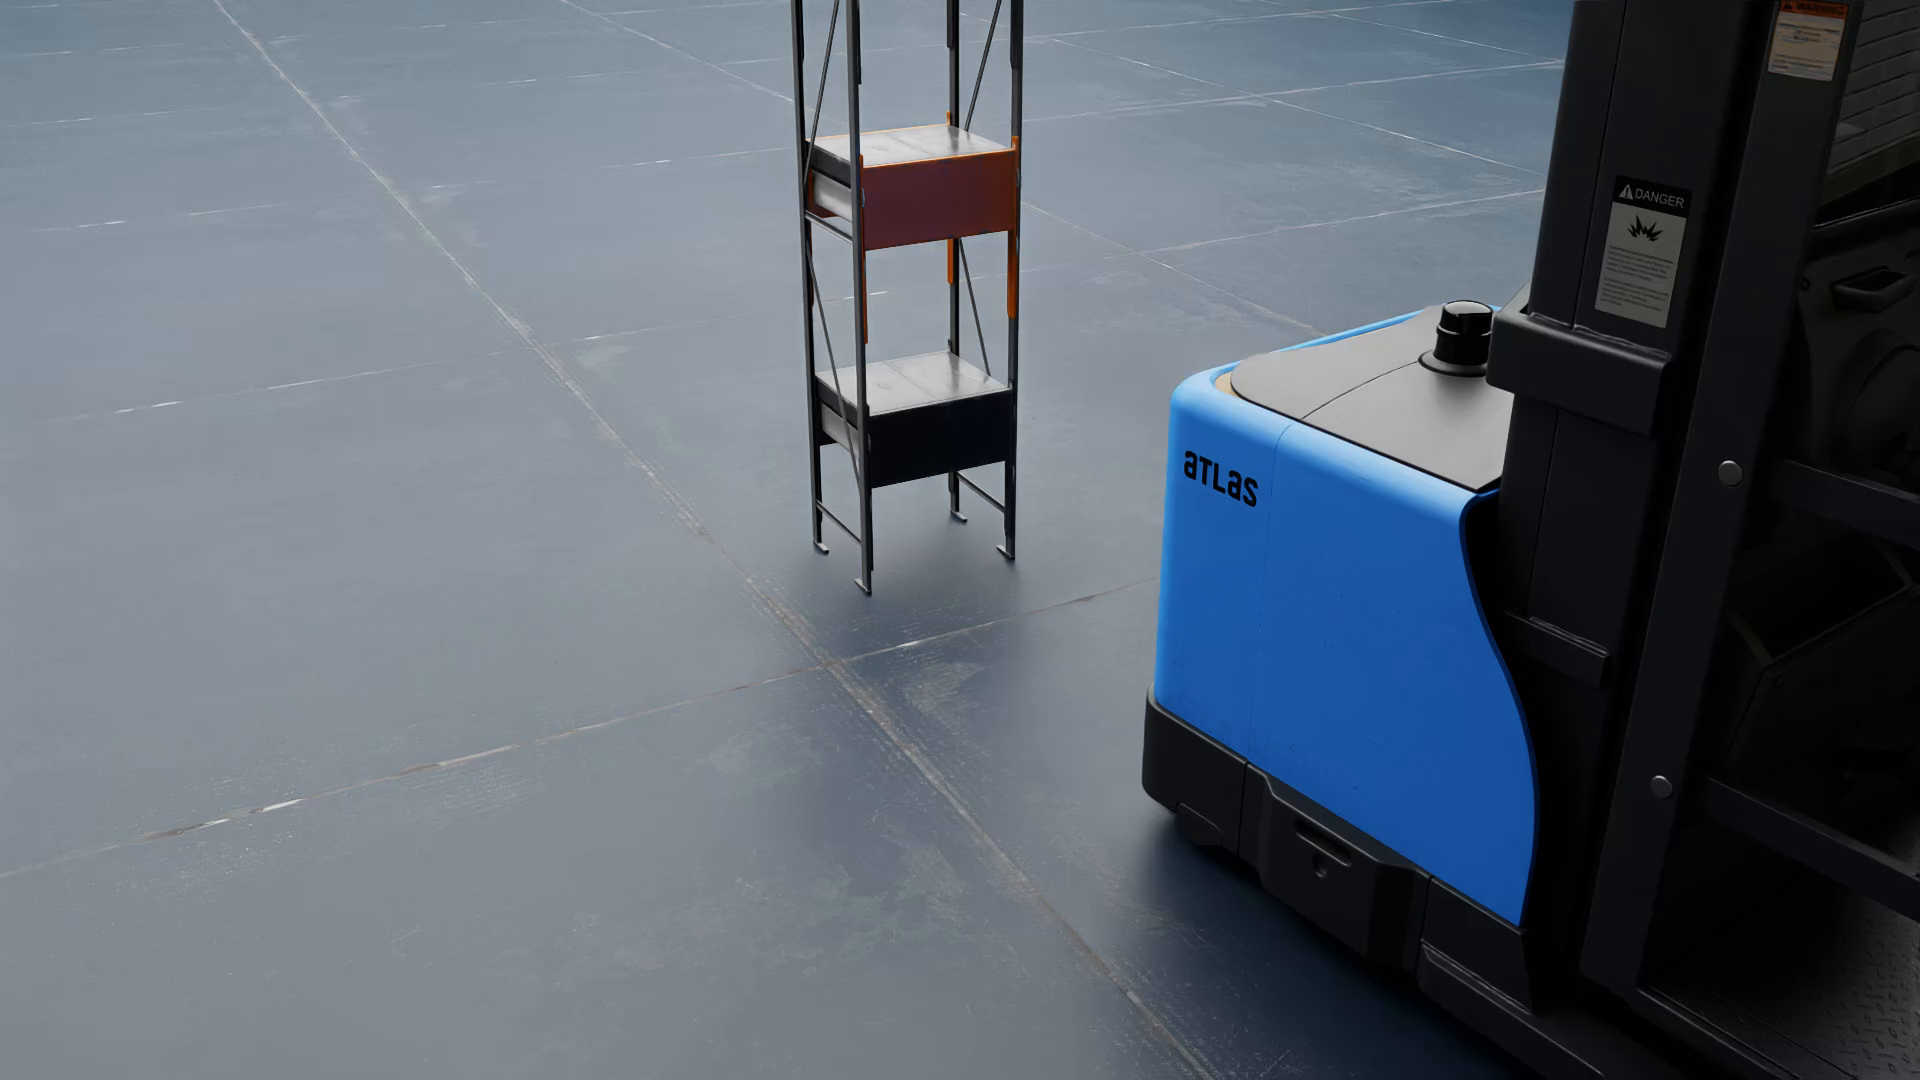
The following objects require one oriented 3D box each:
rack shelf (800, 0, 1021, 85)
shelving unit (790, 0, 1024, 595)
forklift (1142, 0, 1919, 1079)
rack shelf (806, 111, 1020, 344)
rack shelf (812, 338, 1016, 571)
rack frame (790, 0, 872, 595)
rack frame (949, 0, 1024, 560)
[{"bbox_3d":[-0.146,-1.532,4.428,0.480,0.518,0.431,-13,29,-25],"label":"rack shelf"},{"bbox_3d":[-0.146,-0.913,4.725,0.503,2.100,0.431,-13,29,-25],"label":"shelving unit"},{"bbox_3d":[1.705,-0.303,2.495,1.130,2.935,3.031,-18,31,-32],"label":"forklift"},{"bbox_3d":[-0.146,-0.901,4.731,0.480,0.518,0.431,-13,29,-25],"label":"rack shelf"},{"bbox_3d":[-0.146,-0.270,5.034,0.480,0.518,0.431,-13,29,-25],"label":"rack shelf"},{"bbox_3d":[-0.361,-0.863,4.622,0.015,2.100,0.400,-13,29,-25],"label":"rack frame"},{"bbox_3d":[0.069,-0.963,4.829,0.015,2.100,0.400,-13,29,-25],"label":"rack frame"}]
